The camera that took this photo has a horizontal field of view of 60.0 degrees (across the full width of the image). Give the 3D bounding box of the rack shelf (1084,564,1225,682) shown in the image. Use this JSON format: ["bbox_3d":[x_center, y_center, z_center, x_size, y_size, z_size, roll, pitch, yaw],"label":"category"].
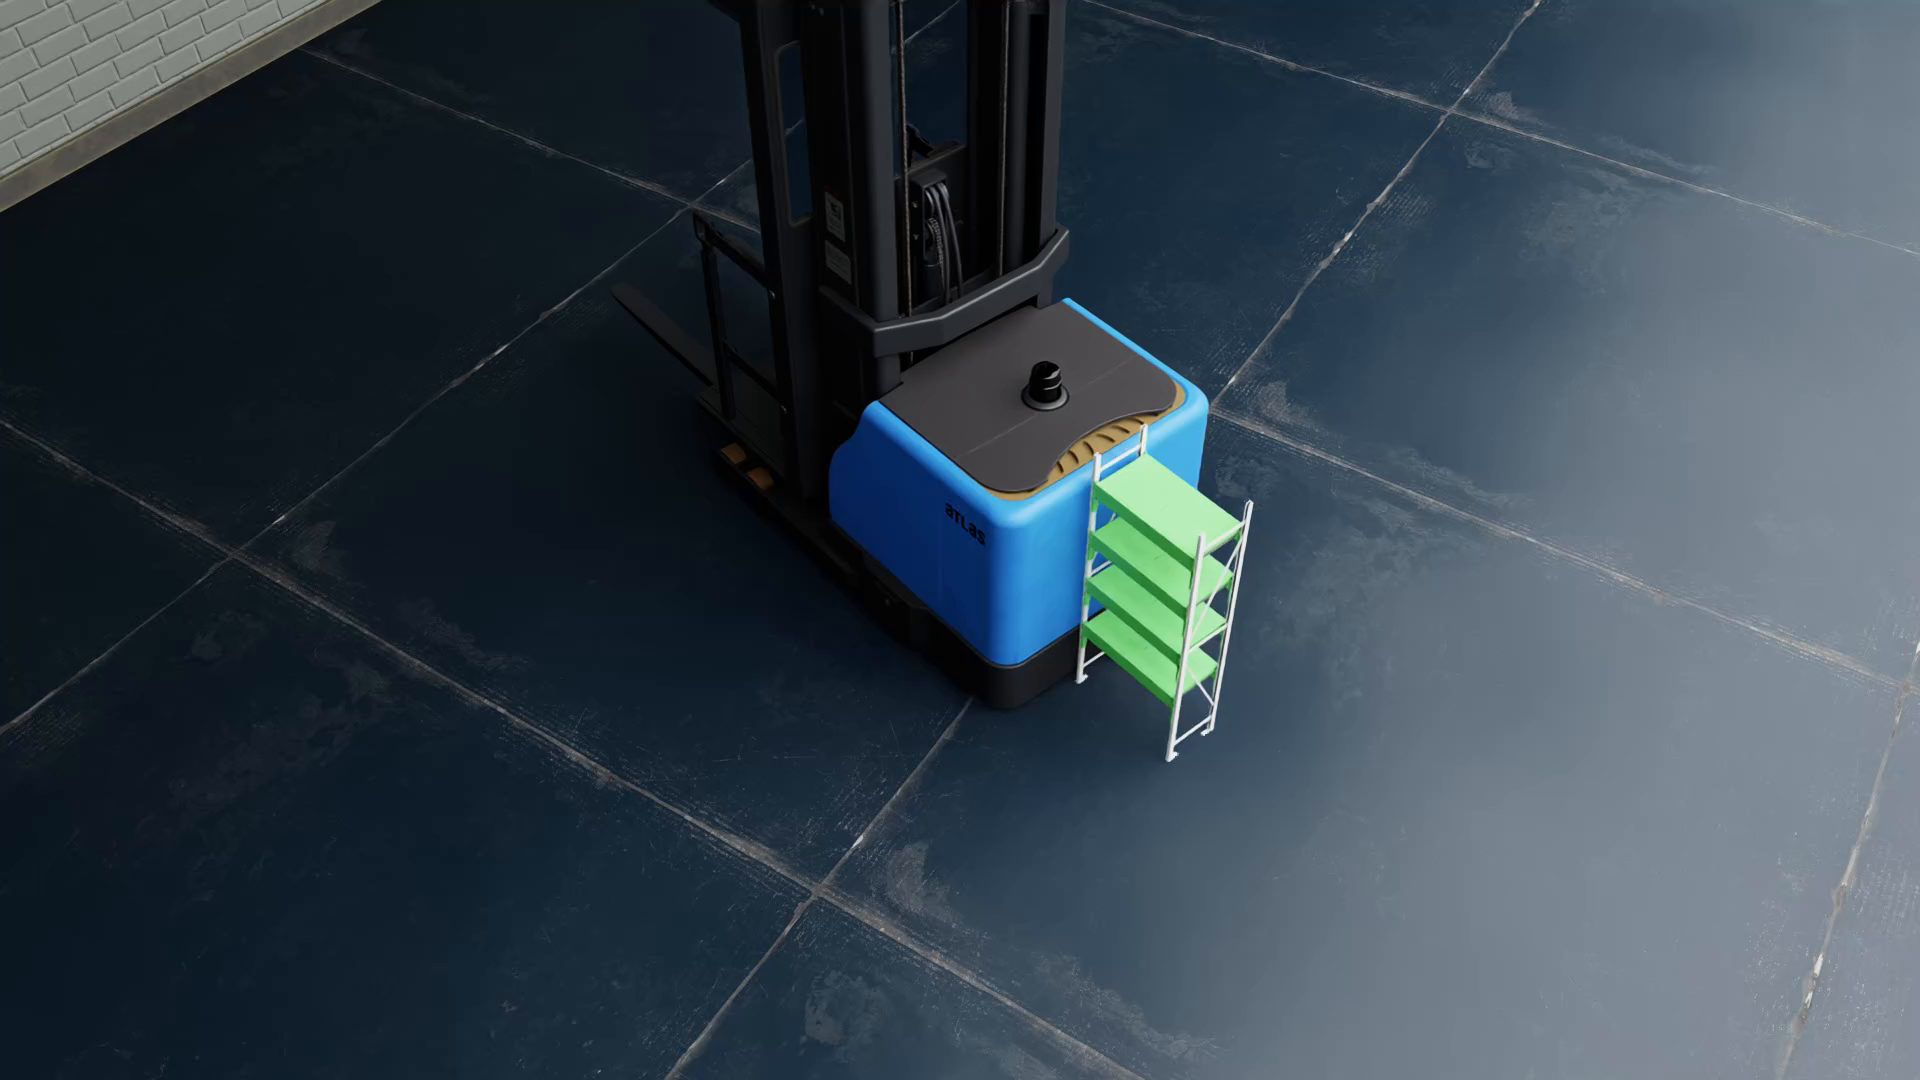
[{"bbox_3d":[0.702,0.259,5.973,0.258,0.148,0.480,-31,53,-27],"label":"rack shelf"}]

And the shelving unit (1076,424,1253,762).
[{"bbox_3d":[0.702,0.215,5.927,0.258,1.200,0.503,-31,53,-27],"label":"shelving unit"}]

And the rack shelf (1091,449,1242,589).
[{"bbox_3d":[0.702,-0.075,5.628,0.258,0.148,0.480,-31,53,-27],"label":"rack shelf"}]

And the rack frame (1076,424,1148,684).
[{"bbox_3d":[0.544,0.081,6.057,0.240,1.200,0.015,-31,53,-27],"label":"rack frame"}]

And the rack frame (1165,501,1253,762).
[{"bbox_3d":[0.859,0.348,5.797,0.240,1.200,0.015,-31,53,-27],"label":"rack frame"}]

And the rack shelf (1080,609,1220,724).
[{"bbox_3d":[0.702,0.426,6.145,0.258,0.148,0.480,-31,53,-27],"label":"rack shelf"}]

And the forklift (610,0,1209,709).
[{"bbox_3d":[-0.417,-1.377,6.266,1.130,2.935,3.031,-31,53,-27],"label":"forklift"}]

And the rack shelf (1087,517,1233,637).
[{"bbox_3d":[0.702,0.092,5.800,0.258,0.148,0.480,-31,53,-27],"label":"rack shelf"}]
